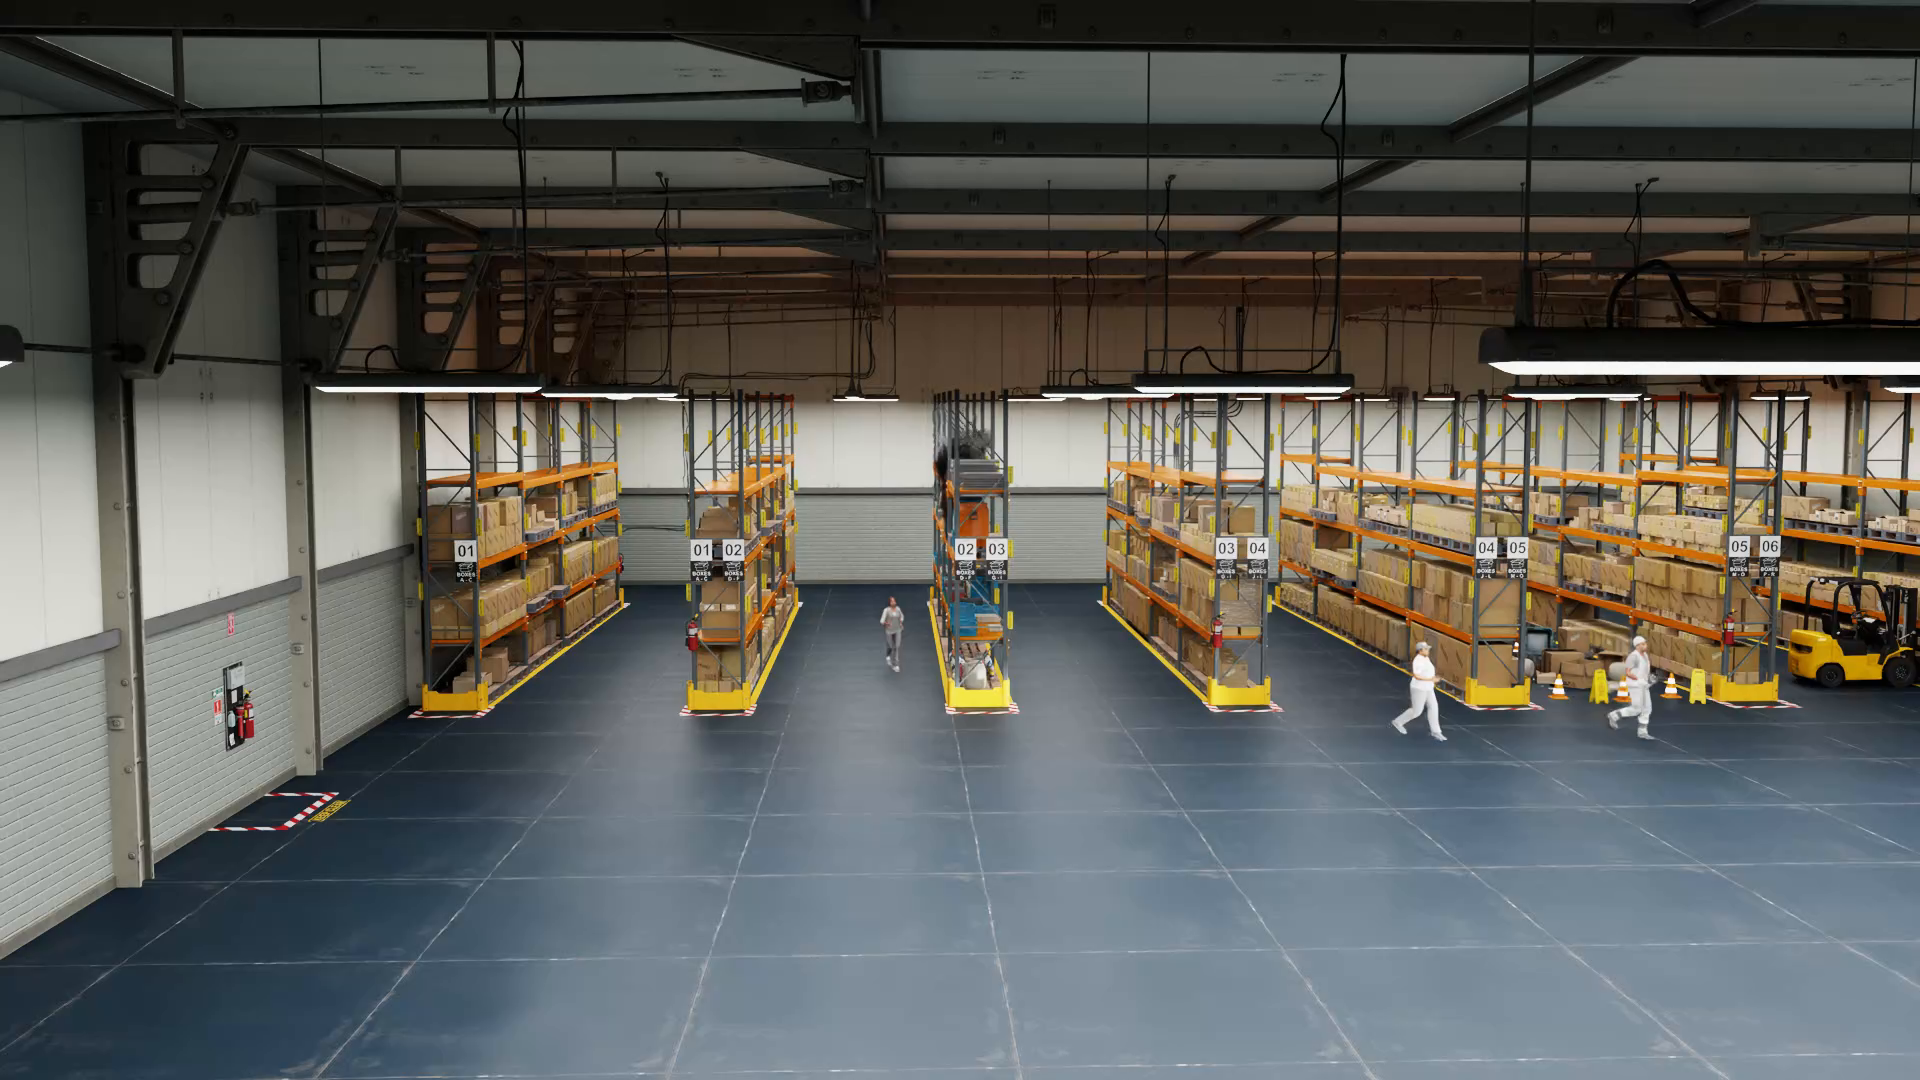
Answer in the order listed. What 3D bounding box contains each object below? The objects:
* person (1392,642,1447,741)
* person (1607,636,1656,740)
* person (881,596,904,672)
[{"bbox_3d":[7.880,2.576,28.444,0.925,1.687,0.616,3,6,33],"label":"person"},{"bbox_3d":[11.603,2.523,28.599,0.661,1.772,0.791,-5,6,-44],"label":"person"},{"bbox_3d":[-1.446,2.001,35.773,0.540,1.593,0.872,-1,5,-14],"label":"person"}]
